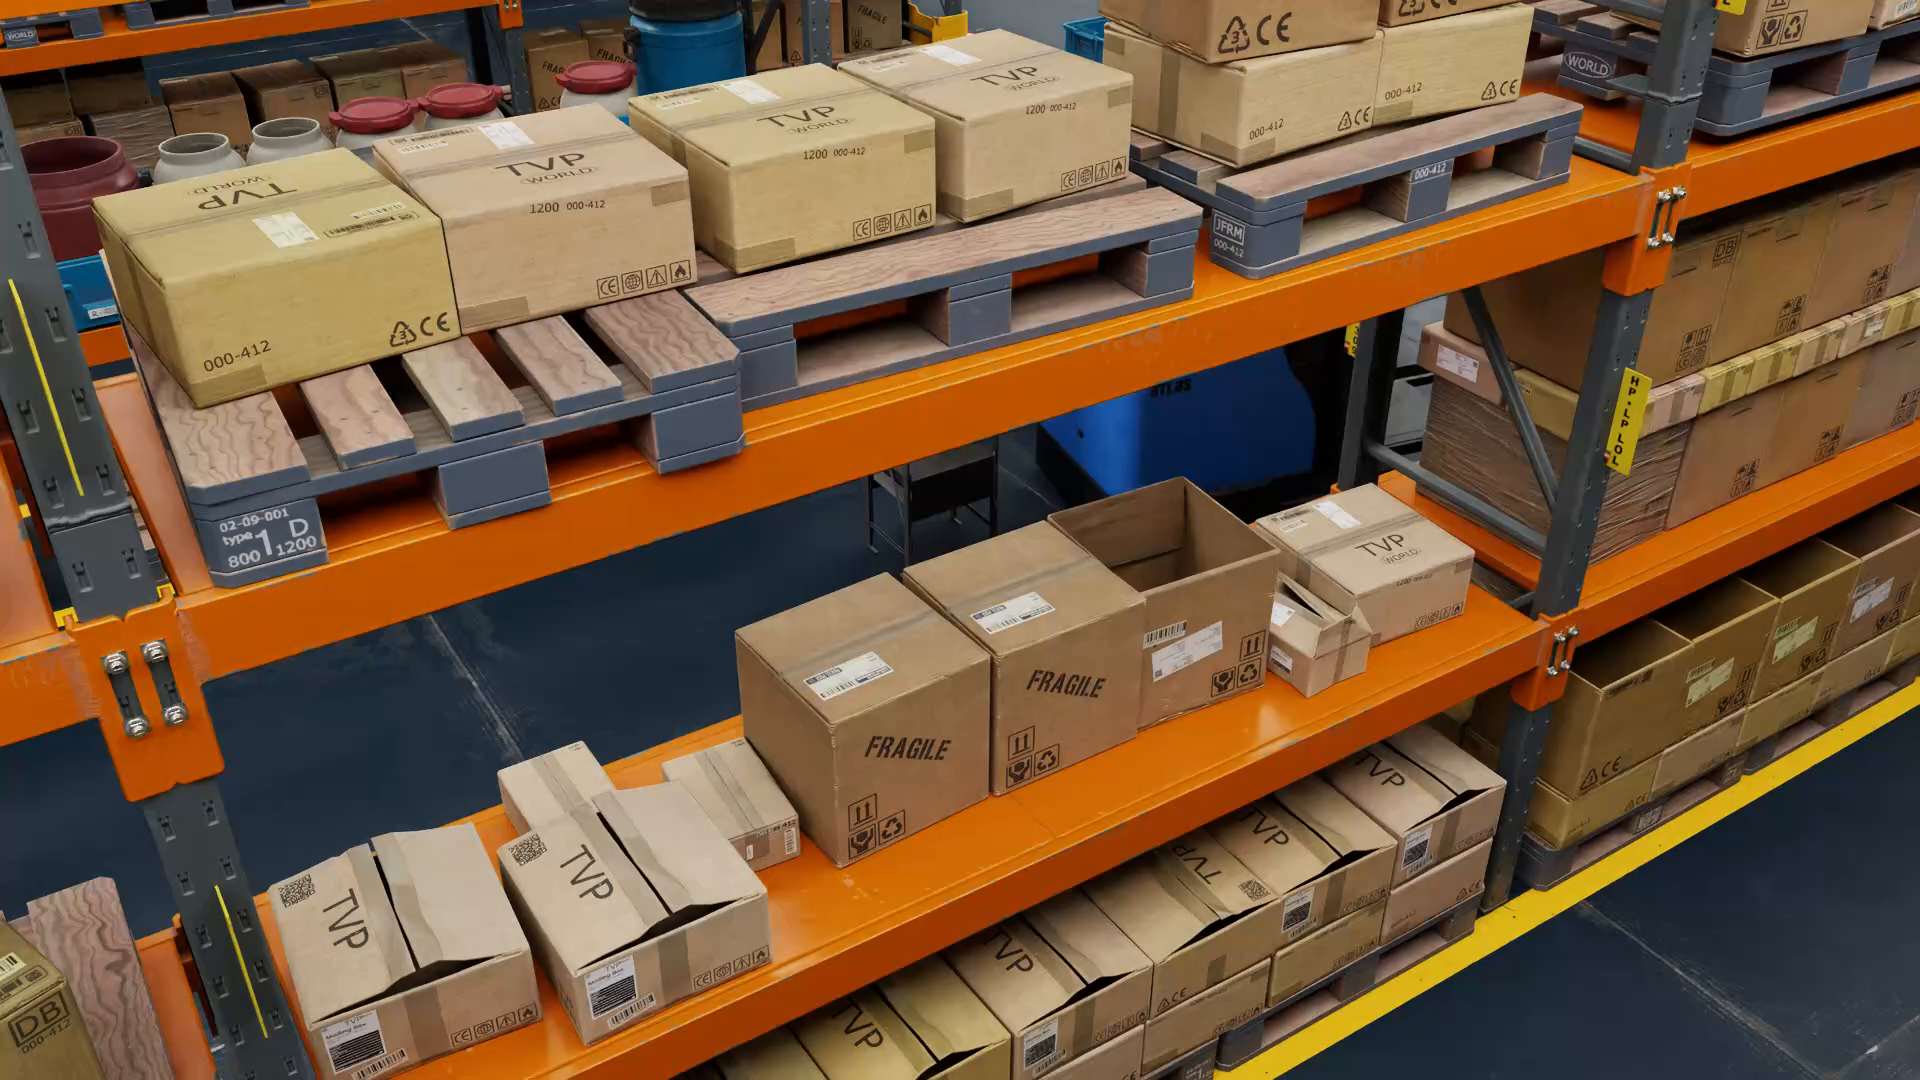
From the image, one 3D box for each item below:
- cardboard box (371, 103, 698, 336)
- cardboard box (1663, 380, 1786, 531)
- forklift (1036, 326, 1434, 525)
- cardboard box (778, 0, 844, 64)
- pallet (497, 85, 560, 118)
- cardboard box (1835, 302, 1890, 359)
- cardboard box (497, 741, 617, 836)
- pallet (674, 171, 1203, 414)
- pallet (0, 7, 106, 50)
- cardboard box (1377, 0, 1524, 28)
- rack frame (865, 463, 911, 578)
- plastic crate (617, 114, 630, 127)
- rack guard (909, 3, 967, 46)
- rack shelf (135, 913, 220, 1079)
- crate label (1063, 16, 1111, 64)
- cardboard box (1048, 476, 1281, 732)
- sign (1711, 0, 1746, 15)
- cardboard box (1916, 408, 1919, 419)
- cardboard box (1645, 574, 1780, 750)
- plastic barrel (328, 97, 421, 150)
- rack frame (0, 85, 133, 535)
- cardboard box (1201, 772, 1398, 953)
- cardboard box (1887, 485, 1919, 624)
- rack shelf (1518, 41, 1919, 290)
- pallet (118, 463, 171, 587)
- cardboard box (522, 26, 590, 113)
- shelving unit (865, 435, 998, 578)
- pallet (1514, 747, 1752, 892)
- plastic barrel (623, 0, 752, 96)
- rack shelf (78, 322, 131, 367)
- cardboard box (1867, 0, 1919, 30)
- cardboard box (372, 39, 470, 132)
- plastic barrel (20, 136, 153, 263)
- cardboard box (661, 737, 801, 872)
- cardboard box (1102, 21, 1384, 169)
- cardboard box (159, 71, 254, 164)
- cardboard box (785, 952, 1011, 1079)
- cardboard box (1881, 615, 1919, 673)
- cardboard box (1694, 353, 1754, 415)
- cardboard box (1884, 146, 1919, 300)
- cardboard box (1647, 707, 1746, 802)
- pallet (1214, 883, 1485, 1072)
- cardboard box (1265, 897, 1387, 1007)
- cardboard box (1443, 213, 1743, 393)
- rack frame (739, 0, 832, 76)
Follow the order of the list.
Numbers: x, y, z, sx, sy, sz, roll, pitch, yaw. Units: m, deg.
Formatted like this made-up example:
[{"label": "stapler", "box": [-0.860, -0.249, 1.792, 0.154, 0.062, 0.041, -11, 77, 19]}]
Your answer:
[{"label": "cardboard box", "box": [-0.884, -0.681, 3.454, 0.500, 0.250, 0.500, -18, 36, -26]}, {"label": "cardboard box", "box": [2.506, -0.468, 6.086, 0.500, 0.500, 0.700, -19, 37, -28]}, {"label": "forklift", "box": [1.968, -1.672, 8.153, 3.031, 2.935, 1.130, -12, 34, -19]}, {"label": "cardboard box", "box": [-1.324, -4.498, 14.518, 0.500, 0.500, 0.500, -10, 33, -15]}, {"label": "pallet", "box": [-3.122, -3.613, 13.779, 1.213, 0.211, 1.003, -19, 37, -27]}, {"label": "cardboard box", "box": [3.108, -0.821, 6.038, 0.250, 0.149, 0.380, -20, 37, -29]}, {"label": "cardboard box", "box": [-1.059, 0.740, 4.501, 0.250, 0.149, 0.380, -19, 37, -27]}, {"label": "pallet", "box": [-0.205, -0.732, 3.965, 1.213, 0.211, 1.003, -17, 36, -25]}, {"label": "pallet", "box": [-6.488, -3.599, 11.323, 1.003, 0.211, 1.213, -19, 37, -27]}, {"label": "cardboard box", "box": [1.157, -1.678, 4.332, 0.500, 0.500, 0.500, -19, 37, -27]}, {"label": "rack frame", "box": [-0.344, -0.770, 7.502, 0.015, 2.100, 0.400, -19, 37, -27]}, {"label": "plastic crate", "box": [-1.743, -1.896, 8.459, 0.575, 0.384, 0.392, -19, 37, -27]}, {"label": "rack guard", "box": [-0.370, -4.659, 15.168, 0.348, 0.500, 1.175, -19, 37, -27]}, {"label": "rack shelf", "box": [-3.347, 1.900, 3.101, 4.000, 0.370, 1.077, -19, 37, -27]}, {"label": "crate label", "box": [0.977, -2.879, 9.969, 0.616, 0.435, 0.502, -19, 37, -27]}, {"label": "cardboard box", "box": [0.599, 0.186, 5.050, 0.500, 0.500, 0.500, -16, 36, -24]}, {"label": "sign", "box": [1.999, -1.519, 4.255, 0.005, 0.325, 0.100, -19, 37, -27]}, {"label": "cardboard box", "box": [3.800, -0.913, 6.792, 0.500, 0.500, 0.700, -19, 37, -27]}, {"label": "cardboard box", "box": [2.672, 0.388, 6.305, 0.500, 0.500, 0.500, -19, 37, -27]}, {"label": "plastic barrel", "box": [-2.887, -1.903, 8.328, 0.433, 0.535, 0.433, 0, 32, 0]}, {"label": "rack frame", "box": [-1.666, -1.520, 2.225, 0.127, 3.000, 1.000, -19, 37, -27]}, {"label": "cardboard box", "box": [1.077, 1.008, 5.498, 0.500, 0.311, 0.500, -18, 36, -26]}, {"label": "cardboard box", "box": [3.936, -0.043, 6.987, 0.500, 0.500, 0.500, -19, 37, -27]}, {"label": "rack shelf", "box": [3.377, -1.681, 5.967, 4.000, 0.370, 1.077, -19, 37, -27]}, {"label": "pallet", "box": [-3.674, -0.232, 8.420, 1.213, 0.211, 1.003, -19, 37, -27]}, {"label": "cardboard box", "box": [-3.310, -3.800, 13.412, 0.500, 0.500, 0.500, -20, 37, -29]}, {"label": "shelving unit", "box": [-0.139, -0.840, 7.614, 0.503, 2.100, 0.431, -19, 37, -27]}, {"label": "pallet", "box": [2.388, 0.829, 6.737, 1.213, 0.211, 1.003, -19, 37, -27]}, {"label": "plastic barrel", "box": [-1.473, -2.597, 9.086, 0.708, 0.901, 0.600, -19, 37, -27]}, {"label": "rack shelf", "box": [-2.665, -1.479, 8.457, 4.000, 0.370, 1.077, -19, 37, -27]}, {"label": "cardboard box", "box": [2.716, -1.790, 5.023, 0.500, 0.311, 0.500, -21, 38, -30]}, {"label": "cardboard box", "box": [-4.195, -3.543, 12.986, 0.500, 0.500, 0.700, -22, 38, -31]}, {"label": "plastic barrel", "box": [-4.120, -1.532, 7.740, 0.708, 0.536, 0.600, -19, 37, -27]}, {"label": "cardboard box", "box": [-0.624, 0.730, 4.517, 0.250, 0.149, 0.380, -16, 36, -24]}, {"label": "cardboard box", "box": [0.713, -1.188, 4.257, 0.500, 0.250, 0.500, -23, 39, -32]}, {"label": "cardboard box", "box": [-5.545, -3.090, 12.268, 0.500, 0.500, 0.700, -16, 36, -23]}, {"label": "cardboard box", "box": [-0.199, 1.444, 4.807, 0.500, 0.311, 0.500, -20, 37, -29]}, {"label": "cardboard box", "box": [3.935, 0.273, 7.189, 0.500, 0.250, 0.500, -19, 37, -27]}, {"label": "cardboard box", "box": [2.454, -0.594, 5.679, 0.250, 0.149, 0.380, -20, 37, -28]}, {"label": "cardboard box", "box": [3.331, -1.296, 6.184, 0.500, 0.500, 0.700, -19, 37, -27]}, {"label": "cardboard box", "box": [2.673, 0.706, 6.503, 0.500, 0.250, 0.500, -19, 37, -27]}, {"label": "pallet", "box": [1.098, 1.271, 6.037, 1.213, 0.211, 1.003, -19, 37, -27]}, {"label": "cardboard box", "box": [1.079, 1.242, 5.653, 0.500, 0.250, 0.500, -20, 37, -28]}, {"label": "cardboard box", "box": [2.066, -0.861, 5.494, 0.500, 0.500, 0.700, -19, 37, -27]}, {"label": "rack frame", "box": [-0.984, -2.361, 9.181, 0.127, 3.000, 1.000, -19, 37, -27]}]
